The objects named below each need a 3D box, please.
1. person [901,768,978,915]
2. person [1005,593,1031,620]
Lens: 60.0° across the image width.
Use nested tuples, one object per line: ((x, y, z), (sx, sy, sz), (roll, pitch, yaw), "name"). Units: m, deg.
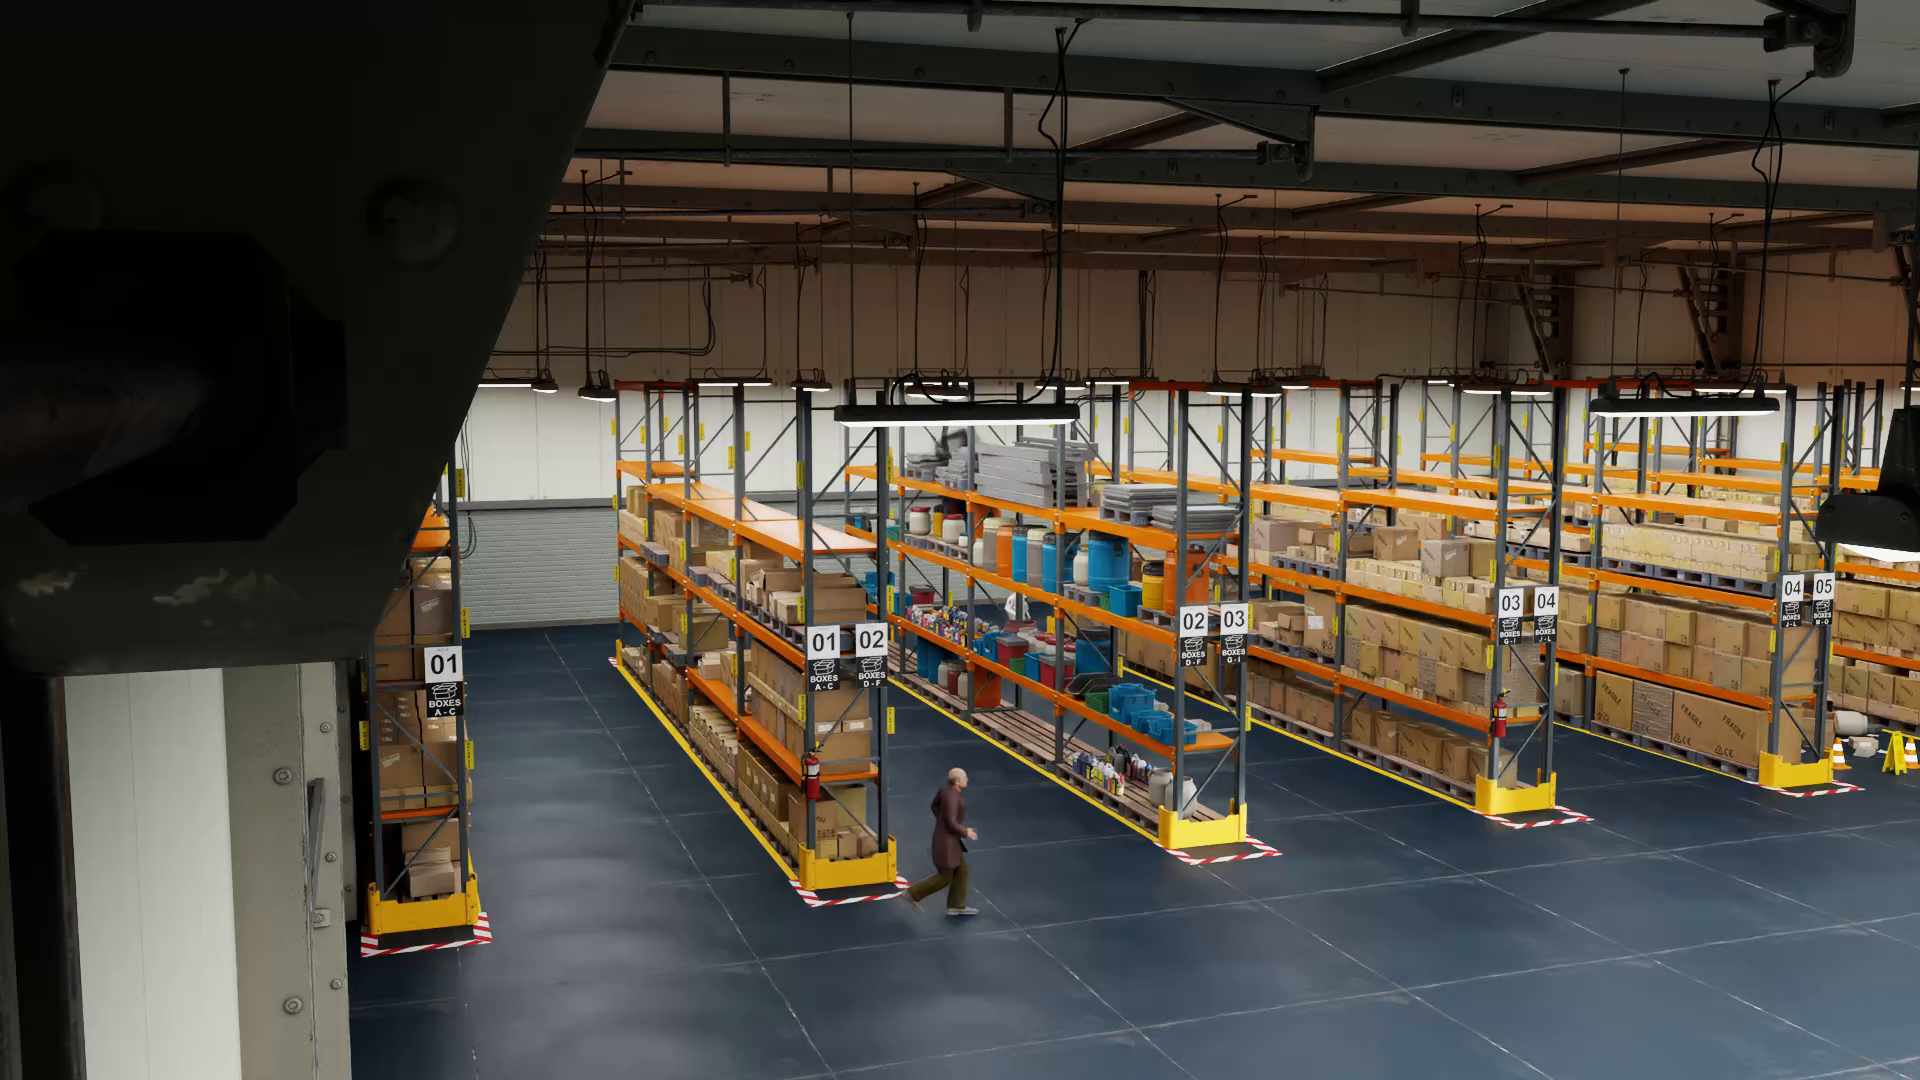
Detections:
((-0.231, 3.466, 19.020), (0.887, 1.736, 0.704), (0, 6, -3), "person")
((1.178, 1.650, 34.713), (0.614, 1.647, 0.686), (-3, 7, -28), "person")
